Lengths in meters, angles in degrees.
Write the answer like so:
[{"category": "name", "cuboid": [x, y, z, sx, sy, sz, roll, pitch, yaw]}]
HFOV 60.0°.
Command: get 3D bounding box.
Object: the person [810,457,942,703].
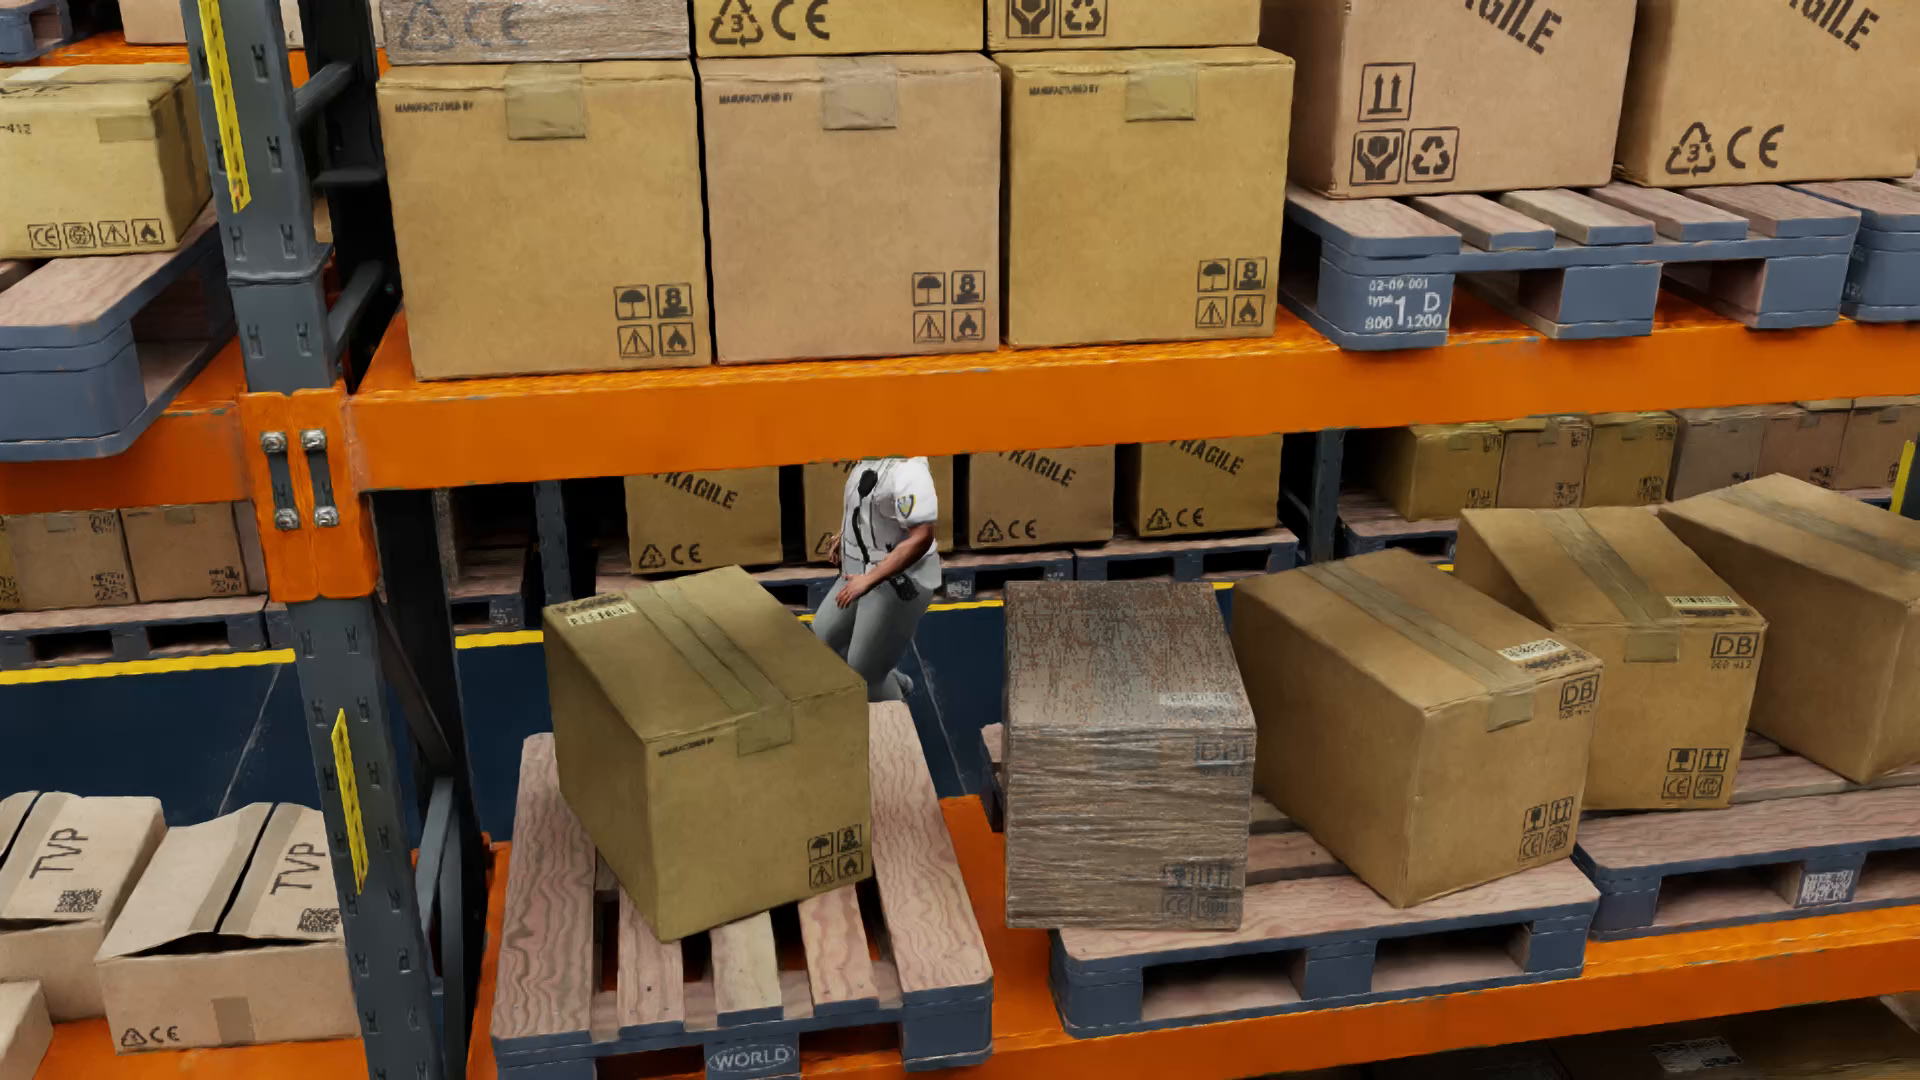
[{"category": "person", "cuboid": [-0.332, 0.155, 6.742, 0.514, 1.753, 0.711, -9, 25, -20]}]
